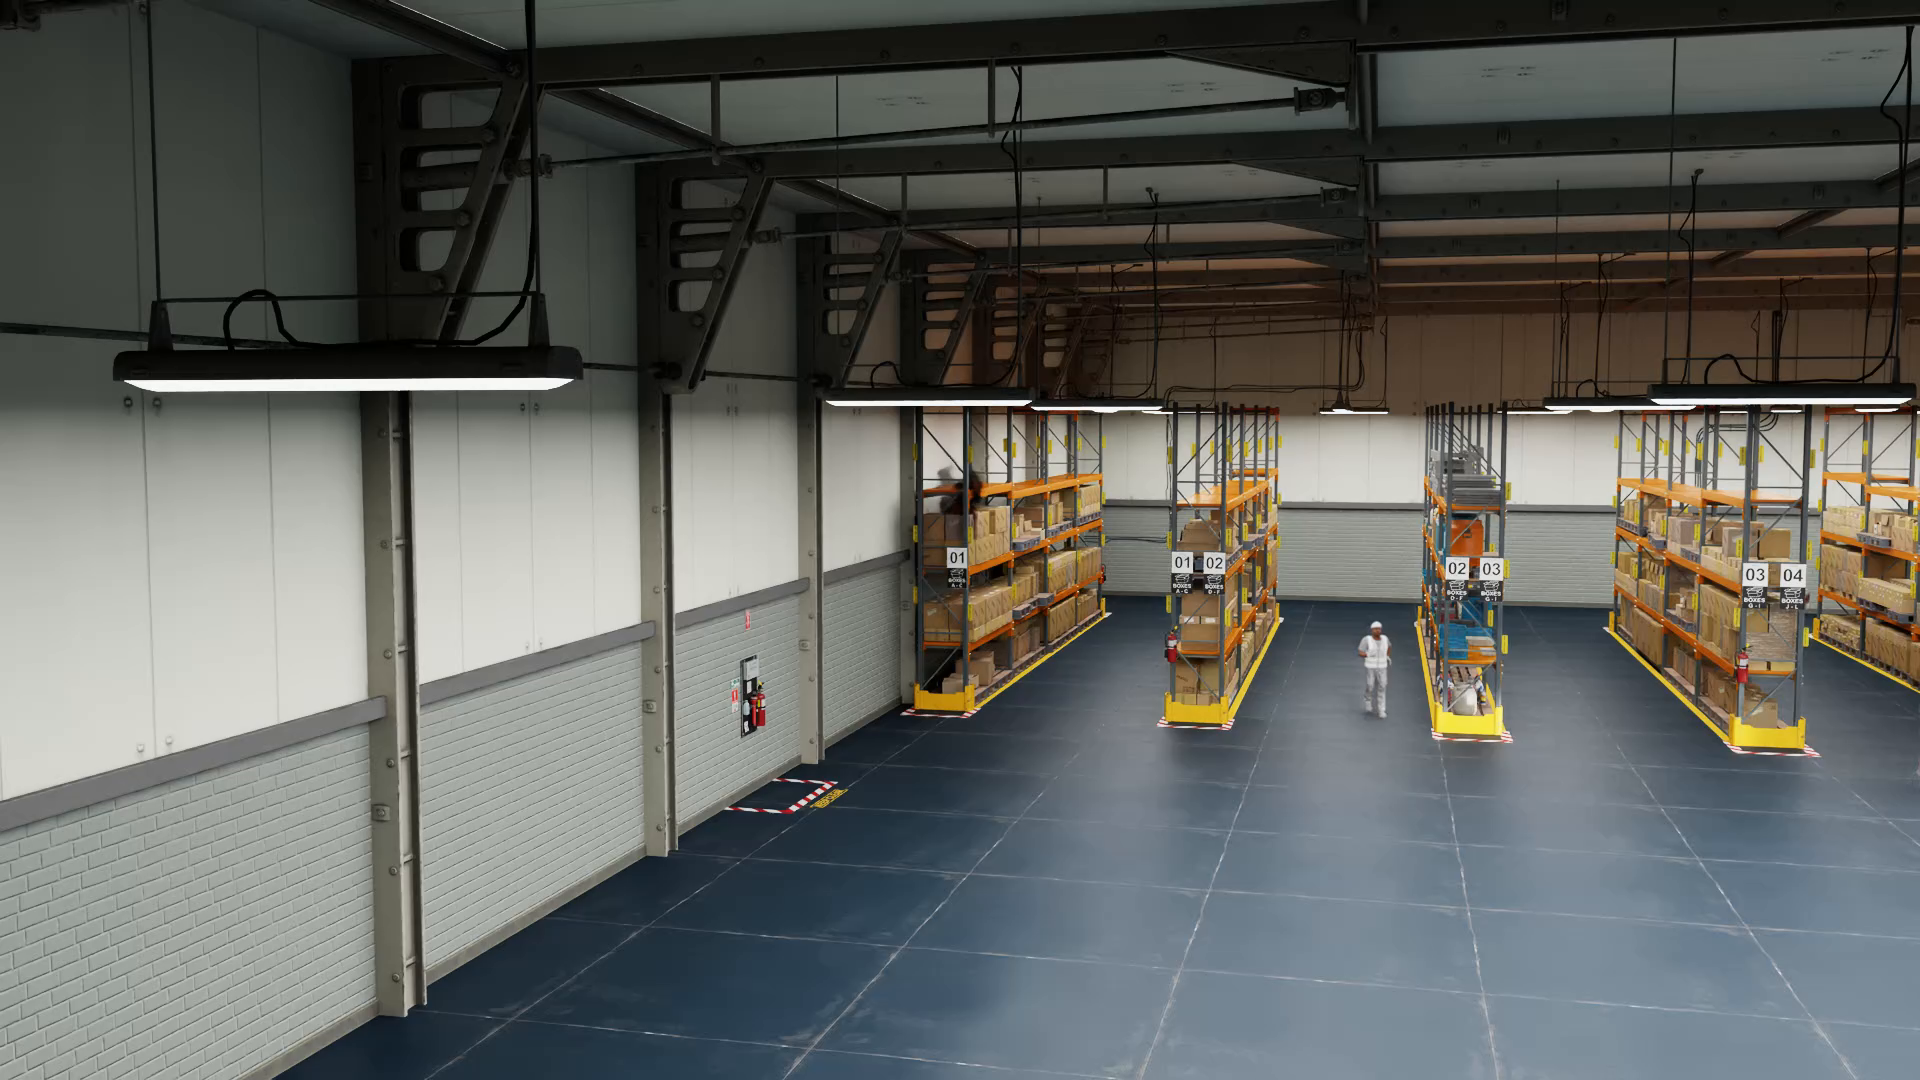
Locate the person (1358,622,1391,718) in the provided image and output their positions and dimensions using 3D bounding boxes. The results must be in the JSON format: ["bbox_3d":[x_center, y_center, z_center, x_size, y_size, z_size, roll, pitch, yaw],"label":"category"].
[{"bbox_3d":[7.950,2.447,31.783,0.683,1.776,0.931,0,4,0],"label":"person"}]

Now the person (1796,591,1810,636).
[{"bbox_3d":[20.513,1.888,40.892,0.705,1.717,1.012,1,4,10],"label":"person"}]

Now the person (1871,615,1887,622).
[{"bbox_3d":[24.002,1.744,43.421,0.598,1.544,0.758,-2,5,-22],"label":"person"}]
